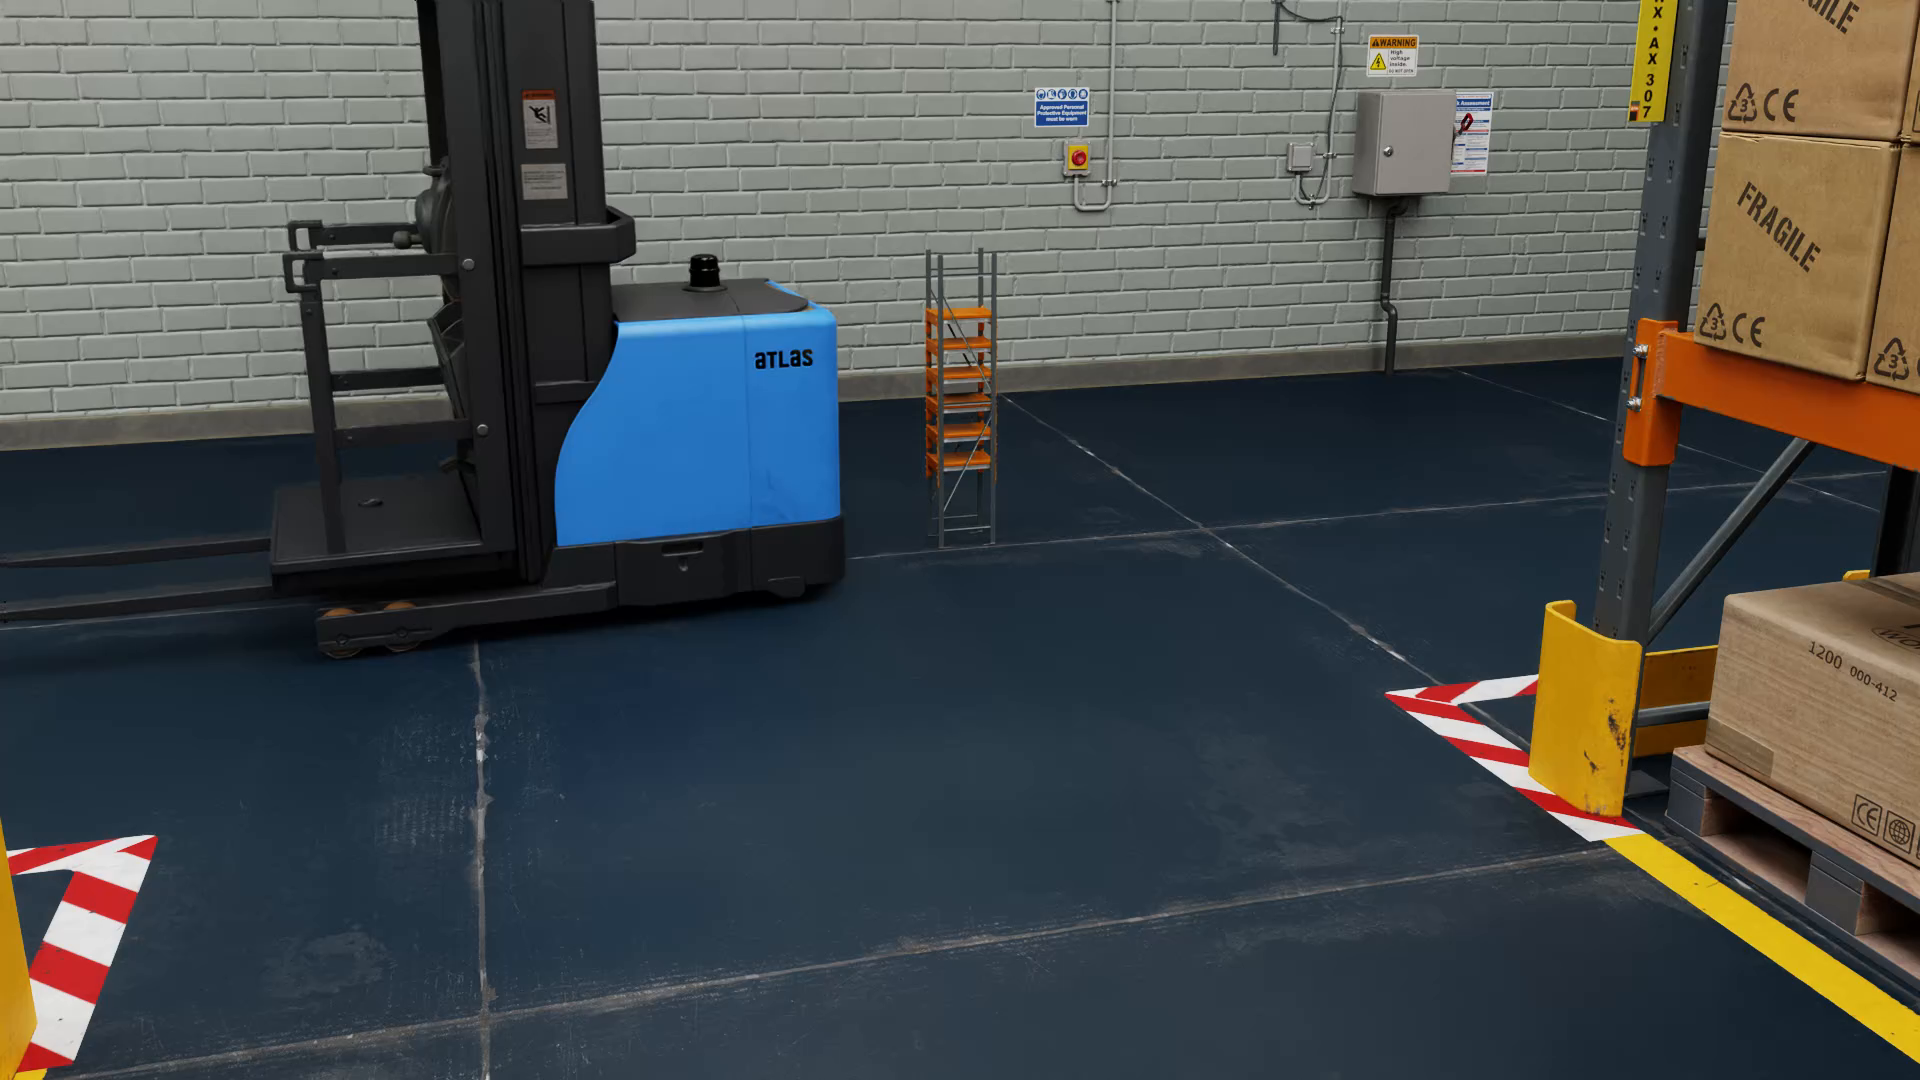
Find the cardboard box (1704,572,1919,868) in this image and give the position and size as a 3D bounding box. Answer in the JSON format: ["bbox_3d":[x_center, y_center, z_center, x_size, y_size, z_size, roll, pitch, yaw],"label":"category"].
[{"bbox_3d":[2.496,0.428,4.038,0.875,0.438,0.875,-5,18,-17],"label":"cardboard box"}]

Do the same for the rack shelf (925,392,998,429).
[{"bbox_3d":[0.004,-0.528,6.779,0.258,0.103,0.180,-5,17,-15],"label":"rack shelf"}]

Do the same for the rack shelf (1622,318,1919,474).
[{"bbox_3d":[2.768,0.125,2.573,1.077,0.370,4.000,-5,17,-15],"label":"rack shelf"}]

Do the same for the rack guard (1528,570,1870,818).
[{"bbox_3d":[2.211,0.417,4.693,1.175,0.500,0.348,-5,17,-15],"label":"rack guard"}]

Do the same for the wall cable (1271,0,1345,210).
[{"bbox_3d":[2.006,-2.933,9.736,0.588,1.984,0.122,-5,17,-15],"label":"wall cable"}]

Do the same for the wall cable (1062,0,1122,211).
[{"bbox_3d":[0.646,-2.832,9.347,0.585,1.953,0.123,-5,17,-15],"label":"wall cable"}]

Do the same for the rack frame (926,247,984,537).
[{"bbox_3d":[-0.021,-0.596,6.850,0.240,1.200,0.006,-5,17,-15],"label":"rack frame"}]

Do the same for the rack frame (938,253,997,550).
[{"bbox_3d":[0.029,-0.545,6.682,0.240,1.200,0.006,-5,17,-15],"label":"rack frame"}]

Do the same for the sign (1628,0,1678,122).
[{"bbox_3d":[1.683,-1.183,4.035,0.100,0.325,0.005,-5,17,-15],"label":"sign"}]

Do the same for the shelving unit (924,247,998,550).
[{"bbox_3d":[0.004,-0.571,6.766,0.258,1.200,0.189,-5,17,-15],"label":"shelving unit"}]

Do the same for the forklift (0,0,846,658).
[{"bbox_3d":[-2.003,-1.175,5.768,3.031,2.935,1.130,-6,18,-19],"label":"forklift"}]

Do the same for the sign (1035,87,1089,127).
[{"bbox_3d":[0.583,-2.473,9.503,0.327,0.218,0.001,-5,17,-15],"label":"sign"}]

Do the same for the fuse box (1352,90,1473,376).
[{"bbox_3d":[2.706,-1.840,10.102,0.539,1.711,0.414,-5,17,-15],"label":"fuse box"}]

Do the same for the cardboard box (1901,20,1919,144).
[{"bbox_3d":[2.225,-1.002,3.162,0.500,0.500,0.500,-5,17,-17],"label":"cardboard box"}]

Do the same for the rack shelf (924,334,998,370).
[{"bbox_3d":[0.004,-0.758,6.710,0.258,0.103,0.180,-5,17,-15],"label":"rack shelf"}]

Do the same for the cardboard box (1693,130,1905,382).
[{"bbox_3d":[2.074,-0.665,3.780,0.500,0.500,0.500,-5,17,-16],"label":"cardboard box"}]

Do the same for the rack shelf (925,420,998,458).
[{"bbox_3d":[0.004,-0.413,6.813,0.258,0.103,0.180,-5,17,-15],"label":"rack shelf"}]

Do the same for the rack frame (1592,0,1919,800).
[{"bbox_3d":[2.218,-0.773,4.312,1.000,3.000,0.127,-5,17,-15],"label":"rack frame"}]

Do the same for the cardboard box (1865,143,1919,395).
[{"bbox_3d":[2.240,-0.528,3.321,0.500,0.500,0.500,-5,17,-16],"label":"cardboard box"}]

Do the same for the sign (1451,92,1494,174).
[{"bbox_3d":[3.124,-2.507,10.251,0.329,0.494,0.001,-5,17,-15],"label":"sign"}]

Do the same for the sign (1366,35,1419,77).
[{"bbox_3d":[2.596,-2.905,9.974,0.339,0.242,0.001,-5,17,-15],"label":"sign"}]

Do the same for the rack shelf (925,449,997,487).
[{"bbox_3d":[0.004,-0.298,6.848,0.258,0.103,0.180,-5,17,-15],"label":"rack shelf"}]

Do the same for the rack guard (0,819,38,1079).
[{"bbox_3d":[-2.493,0.864,3.205,1.175,0.500,0.348,-5,17,-15],"label":"rack guard"}]

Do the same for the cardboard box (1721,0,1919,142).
[{"bbox_3d":[2.076,-1.145,3.636,0.500,0.500,0.500,-5,17,-16],"label":"cardboard box"}]

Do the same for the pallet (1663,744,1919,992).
[{"bbox_3d":[2.513,0.777,3.997,1.003,0.211,1.213,-5,17,-15],"label":"pallet"}]

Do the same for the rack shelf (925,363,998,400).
[{"bbox_3d":[0.004,-0.643,6.744,0.258,0.103,0.180,-5,17,-15],"label":"rack shelf"}]

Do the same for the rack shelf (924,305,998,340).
[{"bbox_3d":[0.004,-0.873,6.675,0.258,0.103,0.180,-5,17,-15],"label":"rack shelf"}]
